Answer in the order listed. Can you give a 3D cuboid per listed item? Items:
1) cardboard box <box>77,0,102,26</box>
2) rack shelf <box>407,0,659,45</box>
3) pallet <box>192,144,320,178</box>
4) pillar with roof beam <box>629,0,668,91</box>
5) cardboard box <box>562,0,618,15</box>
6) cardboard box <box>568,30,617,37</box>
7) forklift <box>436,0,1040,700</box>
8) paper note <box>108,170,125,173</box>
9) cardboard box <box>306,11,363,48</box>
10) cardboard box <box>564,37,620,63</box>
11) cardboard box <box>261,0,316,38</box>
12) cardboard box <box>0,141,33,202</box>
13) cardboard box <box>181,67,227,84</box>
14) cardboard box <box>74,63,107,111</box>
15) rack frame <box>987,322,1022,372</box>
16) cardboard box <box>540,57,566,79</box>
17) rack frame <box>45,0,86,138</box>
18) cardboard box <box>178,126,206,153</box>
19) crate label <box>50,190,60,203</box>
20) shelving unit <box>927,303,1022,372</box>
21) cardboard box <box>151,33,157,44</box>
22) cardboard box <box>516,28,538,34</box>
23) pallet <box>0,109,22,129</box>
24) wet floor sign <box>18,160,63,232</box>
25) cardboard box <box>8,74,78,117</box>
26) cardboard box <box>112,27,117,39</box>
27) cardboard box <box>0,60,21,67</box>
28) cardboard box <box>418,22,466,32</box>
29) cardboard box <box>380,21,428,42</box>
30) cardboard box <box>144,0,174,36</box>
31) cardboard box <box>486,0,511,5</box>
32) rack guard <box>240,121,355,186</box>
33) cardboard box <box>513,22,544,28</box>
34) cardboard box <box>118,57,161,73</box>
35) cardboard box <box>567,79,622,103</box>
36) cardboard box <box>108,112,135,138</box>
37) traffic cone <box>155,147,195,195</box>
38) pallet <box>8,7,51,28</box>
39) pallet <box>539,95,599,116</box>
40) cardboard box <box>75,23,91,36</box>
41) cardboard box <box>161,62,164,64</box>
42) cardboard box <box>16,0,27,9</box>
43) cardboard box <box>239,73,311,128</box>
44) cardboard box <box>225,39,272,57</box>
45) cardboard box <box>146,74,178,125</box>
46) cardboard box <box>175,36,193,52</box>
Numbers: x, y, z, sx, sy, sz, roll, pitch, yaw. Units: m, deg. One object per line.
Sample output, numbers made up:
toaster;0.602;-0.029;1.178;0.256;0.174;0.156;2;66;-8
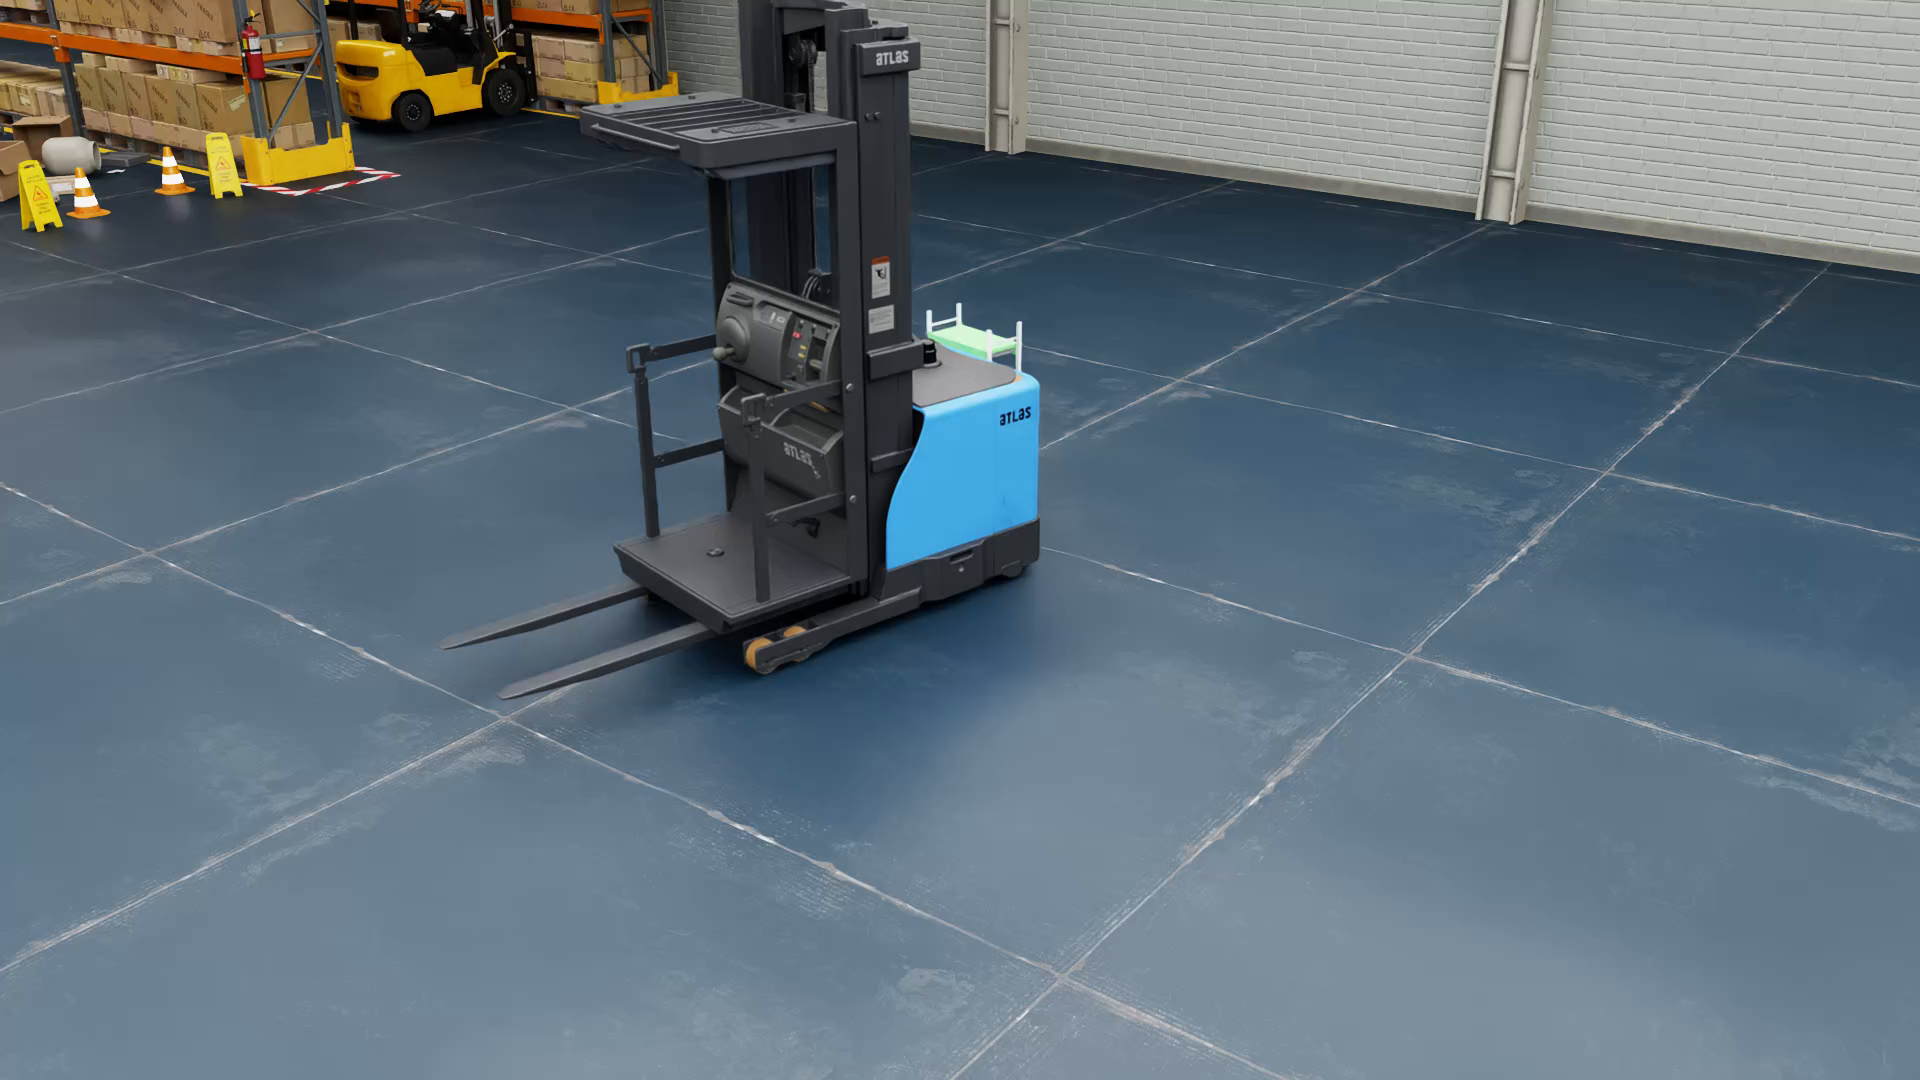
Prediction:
cardboard box;-9.815;-6.228;19.171;0.500;0.500;0.500;17;29;33
rack shelf;-5.841;-7.145;22.639;4.000;0.370;1.077;17;29;33
pallet;-7.904;-4.339;18.836;1.213;0.211;1.003;17;29;33
pillar with roof beam;-6.839;-8.807;18.077;0.400;9.000;9.100;17;29;33
cardboard box;-4.792;-7.071;21.454;0.500;0.500;0.500;16;28;32
cardboard box;-4.914;-6.679;22.339;0.500;0.250;0.500;17;29;33
forklift;-1.029;-0.950;7.770;3.031;2.935;1.130;-19;30;-36
paper note;-9.424;-4.126;18.576;0.148;0.019;0.142;7;25;15
cardboard box;-9.624;-7.720;25.476;0.625;0.625;0.875;18;29;35
cardboard box;-4.796;-6.393;21.689;0.500;0.250;0.500;18;29;35
cardboard box;-7.427;-5.775;18.143;0.500;0.500;0.500;16;29;33
cardboard box;-10.139;-3.854;17.373;0.637;0.503;0.797;-1;24;-3
cardboard box;-8.346;-5.139;18.349;0.250;0.149;0.380;18;29;35
cardboard box;-10.105;-5.403;19.752;0.500;0.500;0.500;18;30;36
rack frame;0.237;-0.591;9.104;0.240;1.200;0.015;-20;31;-38
cardboard box;-5.213;-6.295;22.087;0.500;0.250;0.500;16;29;33
rack frame;-10.415;-6.356;19.955;0.127;3.000;1.000;17;29;33
cardboard box;-8.433;-4.559;18.766;0.500;0.250;0.500;17;29;33
crate label;-9.392;-3.496;17.015;0.298;0.136;0.250;3;24;6
shelving unit;0.075;-0.665;9.270;0.258;1.200;0.503;-20;31;-38
cardboard box;-8.854;-5.671;18.712;0.250;0.149;0.380;17;29;33
cardboard box;-6.019;-6.759;22.518;0.500;0.250;0.500;16;28;32
pallet;-12.020;-5.562;21.613;1.213;0.211;1.003;17;29;33
wet floor sign;-8.892;-3.322;15.988;0.232;0.644;0.267;12;26;24
cardboard box;-11.414;-5.644;21.078;0.625;0.372;0.950;19;30;36
cardboard box;-9.483;-5.837;19.089;0.250;0.149;0.380;17;29;33
cardboard box;-13.170;-6.173;22.278;0.625;0.372;0.950;15;28;30
cardboard box;-7.243;-7.131;23.365;0.500;0.250;0.500;16;29;33
cardboard box;-7.866;-7.186;24.264;0.625;0.625;0.875;18;30;36
cardboard box;-8.610;-5.858;18.331;0.500;0.500;0.500;17;29;33
cardboard box;-6.021;-7.441;22.295;0.500;0.500;0.500;17;29;34
rack guard;-7.276;-4.263;18.306;0.348;0.500;1.175;17;29;33
cardboard box;-6.121;-7.049;23.177;0.500;0.250;0.500;17;29;34
cardboard box;-9.412;-5.463;19.082;0.250;0.149;0.380;19;30;36
cardboard box;-4.806;-5.937;21.893;0.500;0.250;0.500;17;29;34
cardboard box;-9.671;-4.935;19.619;0.500;0.250;0.500;19;30;36
traffic cone;-8.332;-3.915;17.563;0.334;0.463;0.336;17;29;33
pallet;-10.940;-6.500;20.520;1.213;0.211;1.003;17;29;33
pallet;-4.878;-5.886;22.348;1.213;0.211;1.003;17;29;33
cardboard box;-10.123;-6.017;19.497;0.250;0.149;0.380;18;29;35
cardboard box;-9.373;-5.454;19.868;0.500;0.500;0.500;17;29;34
cardboard box;-11.193;-6.538;20.159;0.250;0.149;0.380;16;28;32
cardboard box;-7.714;-4.956;18.736;0.500;0.500;0.500;16;28;32
cardboard box;-7.642;-5.295;17.859;0.250;0.149;0.380;18;29;35
cardboard box;-8.831;-5.025;18.893;0.500;0.500;0.500;16;28;32
cardboard box;-8.328;-5.442;18.192;0.250;0.149;0.380;17;29;34
